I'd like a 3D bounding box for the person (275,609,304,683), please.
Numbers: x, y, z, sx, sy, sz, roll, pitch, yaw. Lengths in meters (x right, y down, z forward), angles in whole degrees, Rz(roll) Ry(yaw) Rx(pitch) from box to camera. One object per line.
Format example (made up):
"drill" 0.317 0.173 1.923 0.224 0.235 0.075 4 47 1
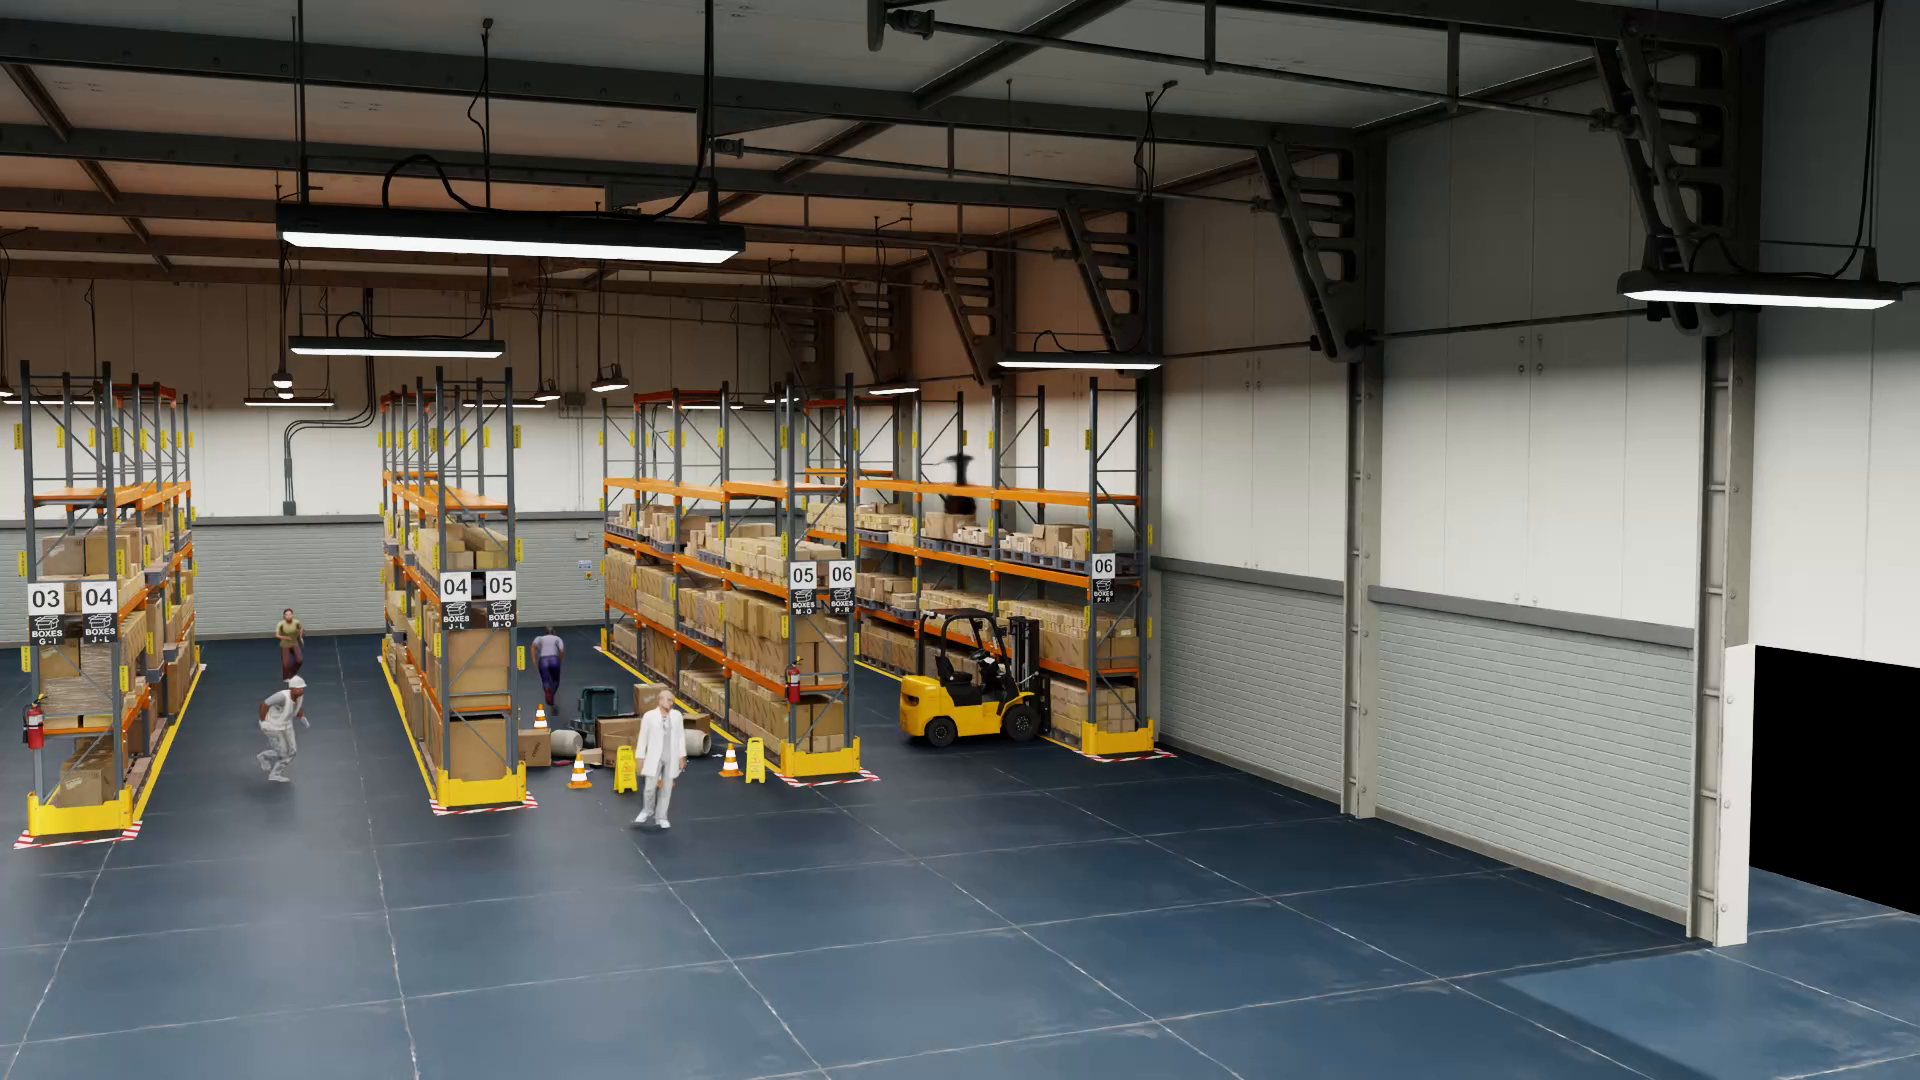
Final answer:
"person" -13.736 2.174 34.083 0.584 1.561 0.781 -2 4 -35

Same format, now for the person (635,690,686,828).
"person" -3.866 2.815 21.441 0.660 1.771 0.525 -2 4 -29

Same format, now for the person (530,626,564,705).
"person" -7.785 2.384 31.363 0.619 1.476 0.810 -1 4 -12

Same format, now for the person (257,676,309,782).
"person" -9.909 2.761 24.232 0.925 1.580 0.710 2 4 24
